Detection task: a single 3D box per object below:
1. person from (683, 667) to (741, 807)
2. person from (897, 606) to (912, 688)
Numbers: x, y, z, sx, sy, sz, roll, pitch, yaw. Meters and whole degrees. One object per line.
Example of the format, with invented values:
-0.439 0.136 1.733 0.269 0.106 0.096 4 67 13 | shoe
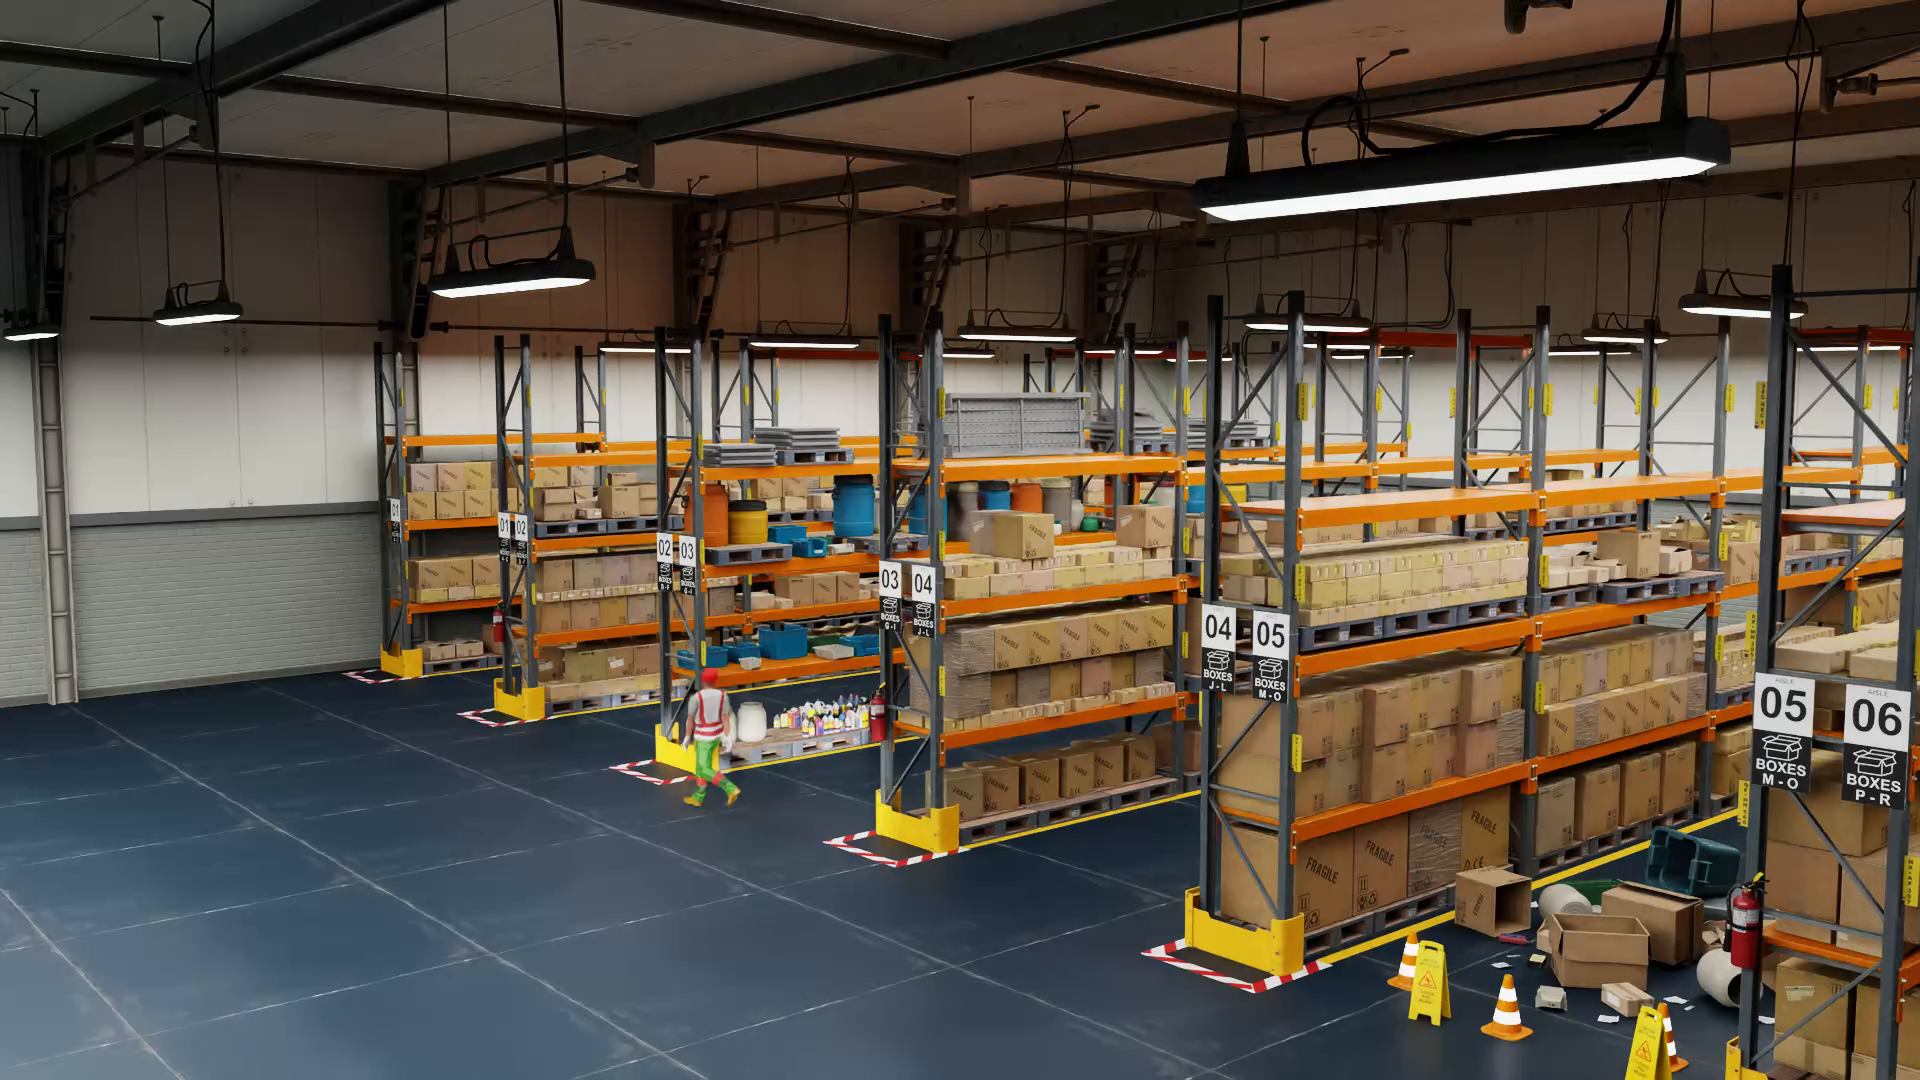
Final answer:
-3.070 2.433 20.395 0.904 1.770 0.487 2 5 18 | person
-0.853 1.768 28.538 0.744 1.676 0.606 -4 6 -34 | person
